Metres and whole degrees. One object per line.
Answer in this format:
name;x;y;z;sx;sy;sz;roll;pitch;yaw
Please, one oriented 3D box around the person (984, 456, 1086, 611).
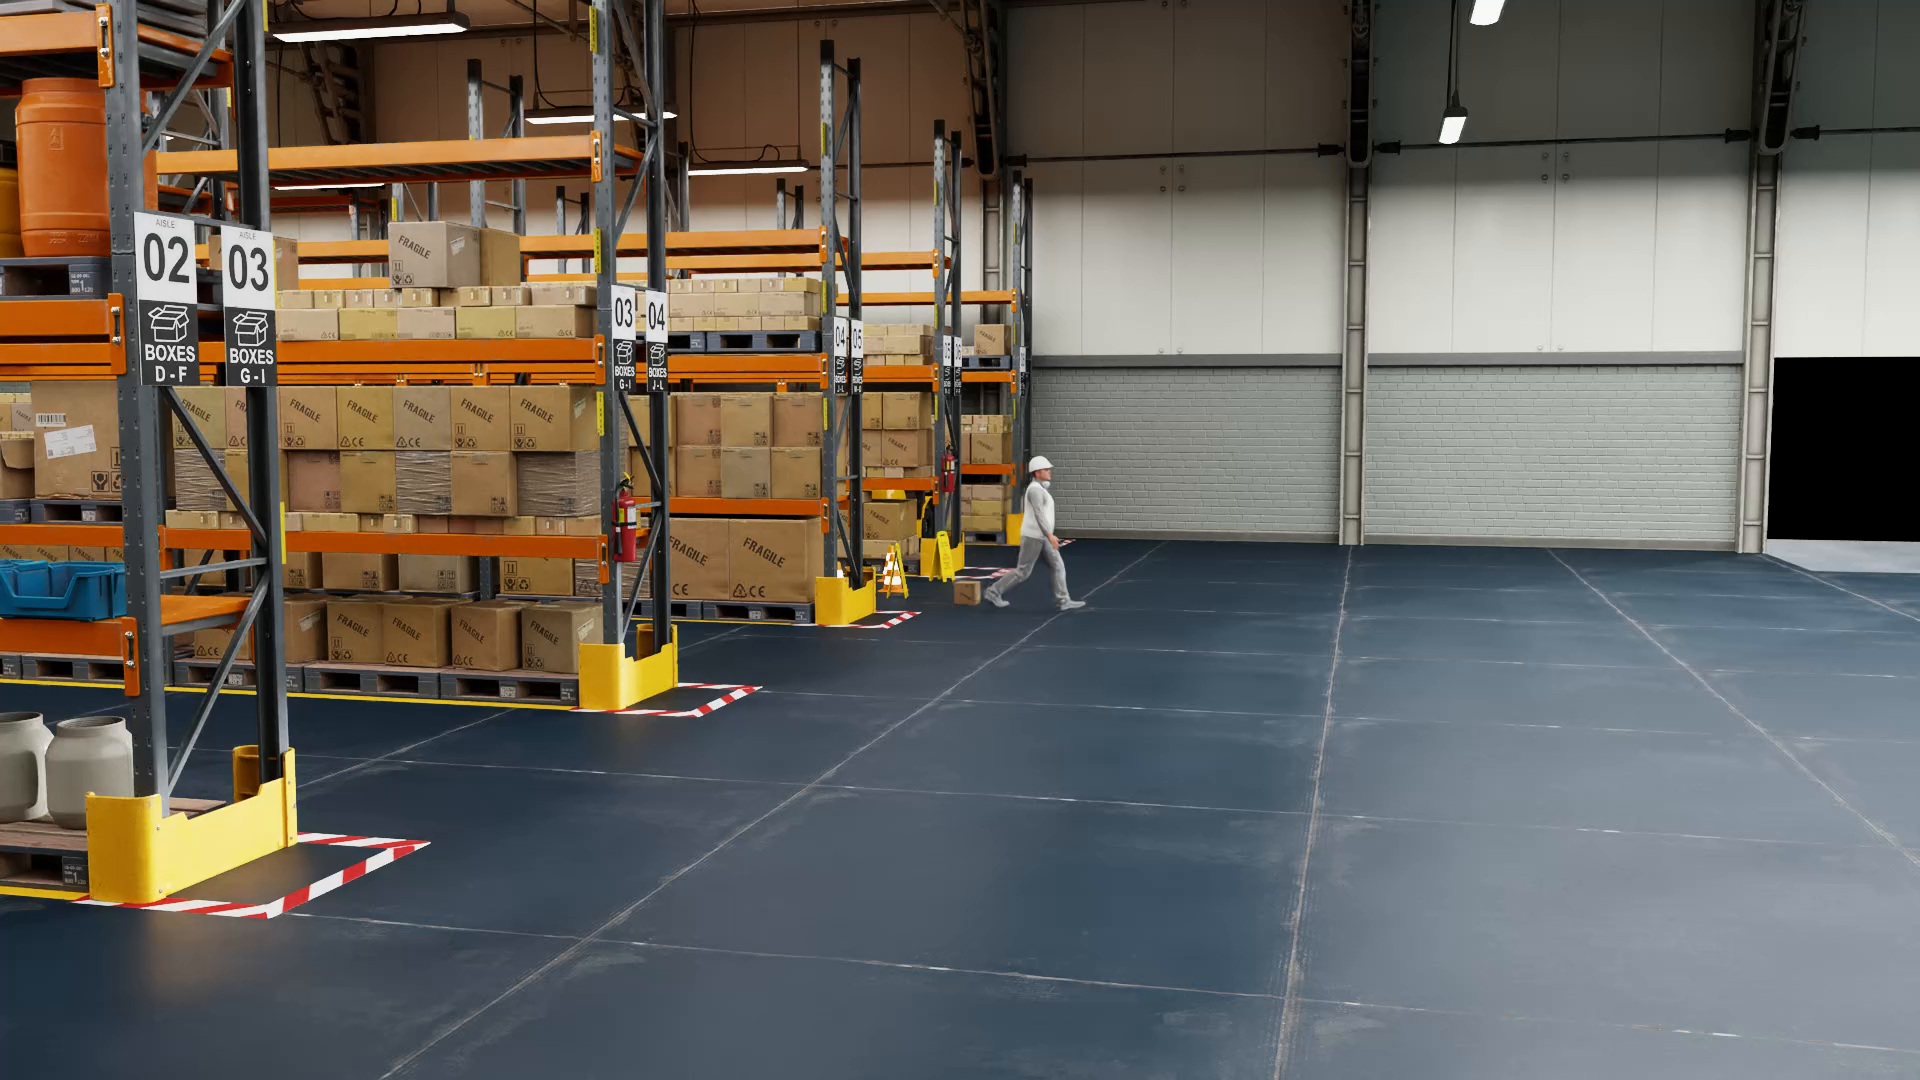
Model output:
person;0.823;-0.060;18.280;1.099;1.717;0.571;1;5;12
